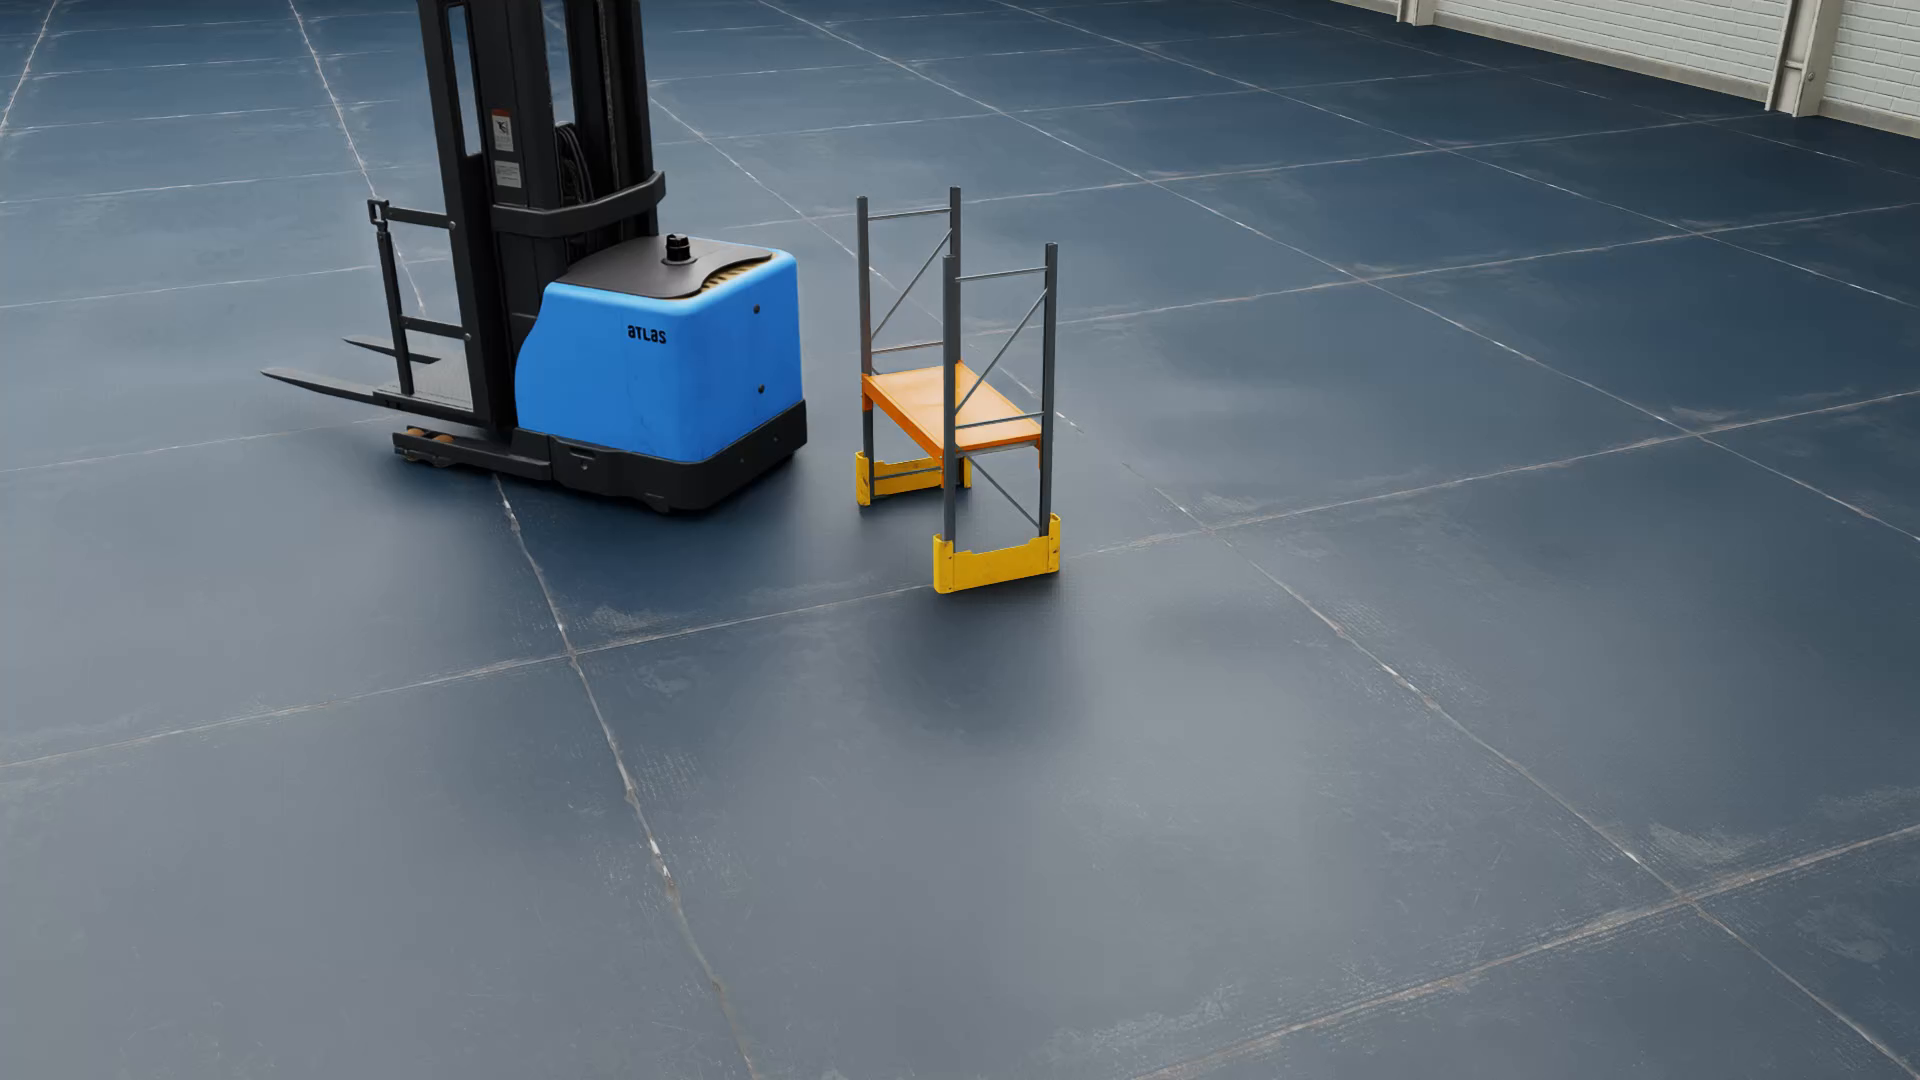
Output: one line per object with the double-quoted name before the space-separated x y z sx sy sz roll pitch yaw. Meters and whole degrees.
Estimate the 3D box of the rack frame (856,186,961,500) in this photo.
"rack frame" -0.232 -0.914 7.912 0.500 1.500 0.032 -11 28 -21

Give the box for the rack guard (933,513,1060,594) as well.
"rack guard" 0.165 0.058 7.346 0.587 0.250 0.087 -11 28 -21

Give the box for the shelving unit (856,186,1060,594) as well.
"shelving unit" -0.030 -0.705 7.484 0.587 1.500 1.083 -11 28 -21

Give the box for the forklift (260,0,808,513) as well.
"forklift" -2.346 -1.879 8.257 3.031 2.935 1.130 12 29 24

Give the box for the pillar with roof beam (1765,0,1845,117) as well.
"pillar with roof beam" 4.238 -7.524 12.903 9.100 9.000 0.400 -11 28 -21

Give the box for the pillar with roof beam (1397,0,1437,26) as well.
"pillar with roof beam" 1.888 -9.946 17.864 9.100 9.000 0.400 -11 28 -21

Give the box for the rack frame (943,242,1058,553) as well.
"rack frame" 0.166 -0.503 7.071 0.500 1.500 0.032 -11 28 -21

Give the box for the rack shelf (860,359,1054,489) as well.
"rack shelf" -0.033 -0.547 7.570 0.538 0.185 1.000 -11 28 -21

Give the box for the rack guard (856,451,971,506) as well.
"rack guard" -0.225 -0.344 8.170 0.587 0.250 0.087 -11 28 -21
